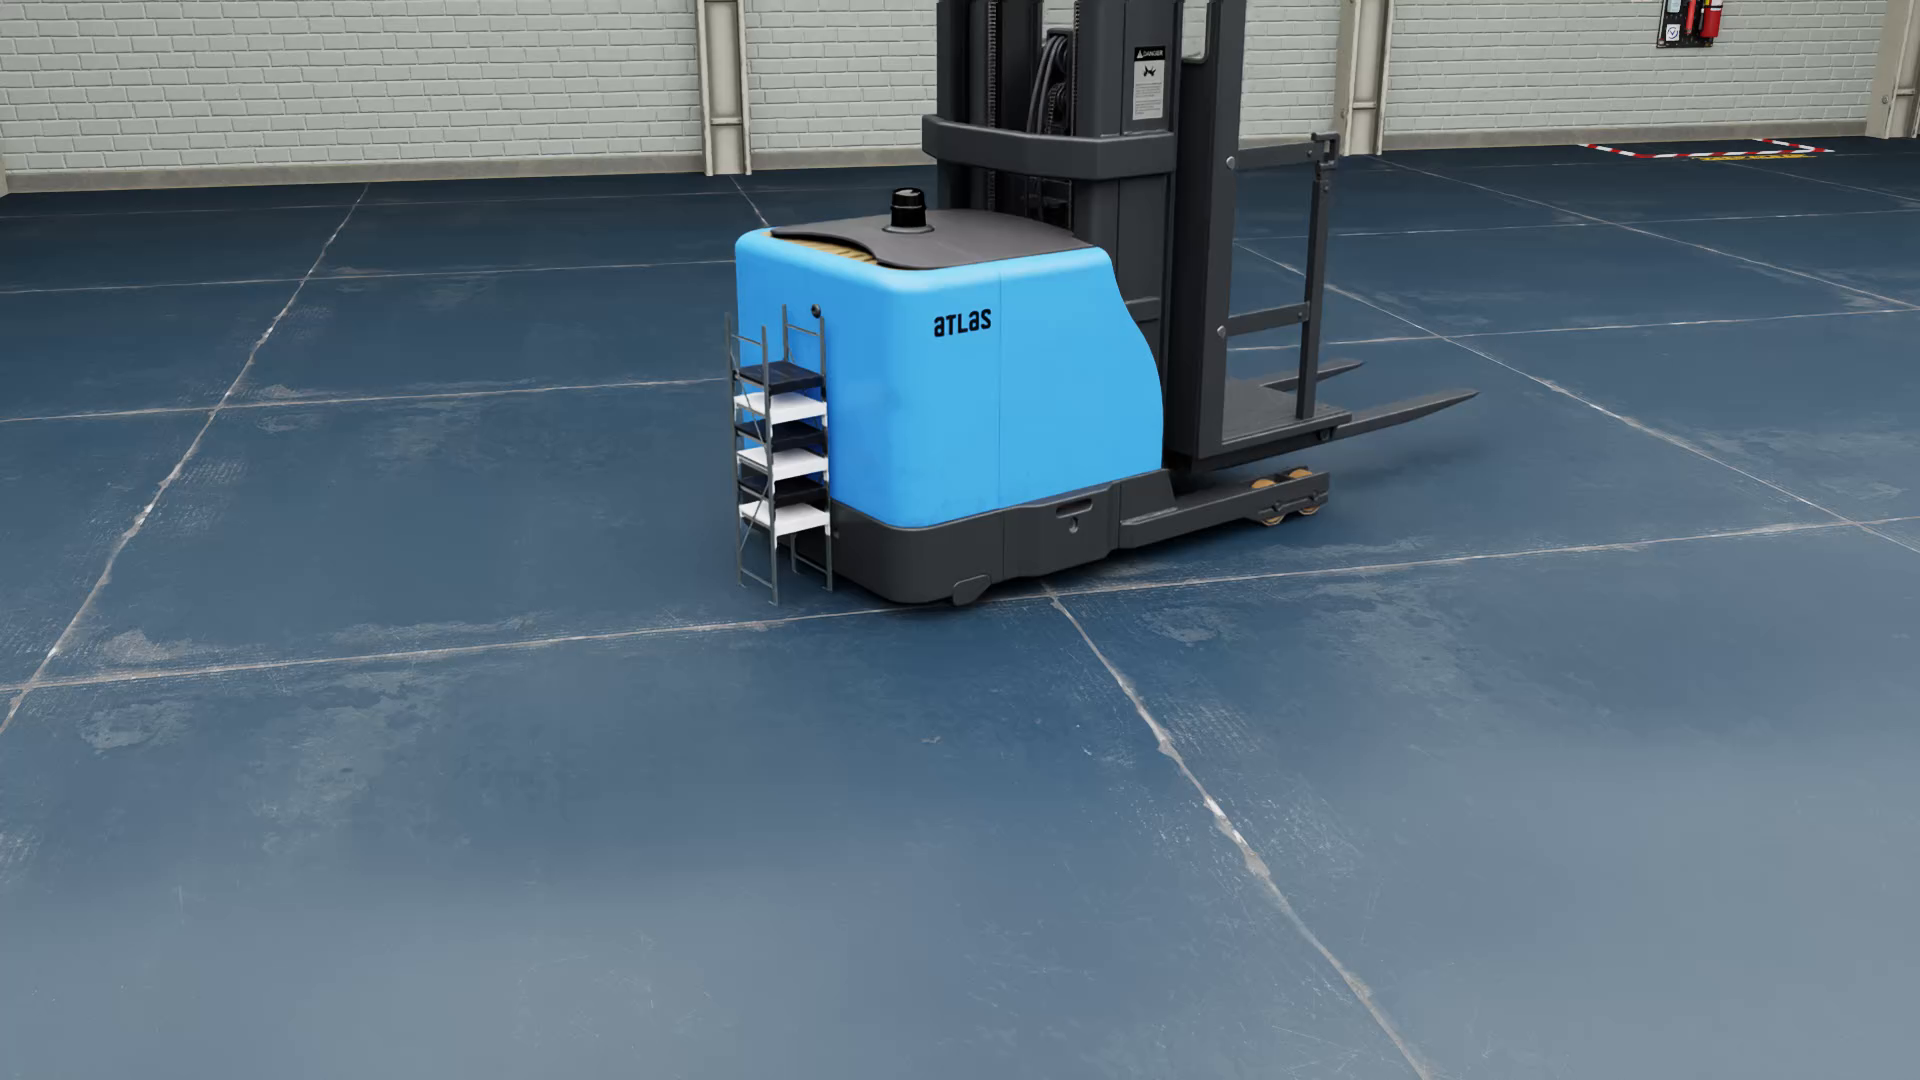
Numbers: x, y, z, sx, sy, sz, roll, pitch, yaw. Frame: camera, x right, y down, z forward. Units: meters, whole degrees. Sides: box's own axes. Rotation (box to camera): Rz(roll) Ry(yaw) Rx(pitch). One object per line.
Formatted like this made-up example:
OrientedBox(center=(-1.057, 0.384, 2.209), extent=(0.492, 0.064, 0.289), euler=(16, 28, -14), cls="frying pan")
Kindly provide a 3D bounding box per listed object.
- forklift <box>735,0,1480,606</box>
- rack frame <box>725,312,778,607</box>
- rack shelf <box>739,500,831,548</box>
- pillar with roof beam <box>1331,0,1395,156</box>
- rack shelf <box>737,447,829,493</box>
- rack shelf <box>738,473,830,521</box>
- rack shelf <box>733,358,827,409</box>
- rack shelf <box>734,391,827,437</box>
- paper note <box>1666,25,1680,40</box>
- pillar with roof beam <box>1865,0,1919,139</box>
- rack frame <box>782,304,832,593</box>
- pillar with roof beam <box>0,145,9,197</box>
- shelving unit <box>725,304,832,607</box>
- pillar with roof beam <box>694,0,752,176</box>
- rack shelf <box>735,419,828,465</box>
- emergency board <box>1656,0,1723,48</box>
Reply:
OrientedBox(center=(0.728, -1.557, 5.803), extent=(3.031, 2.935, 1.130), euler=(-15, 25, -34), cls="forklift")
OrientedBox(center=(-0.648, -0.244, 5.171), extent=(0.006, 0.900, 0.240), euler=(-15, 25, -34), cls="rack frame")
OrientedBox(center=(-0.566, -0.064, 5.302), extent=(0.200, 0.077, 0.258), euler=(-15, 25, -34), cls="rack shelf")
OrientedBox(center=(4.783, -6.491, 10.452), extent=(0.400, 9.000, 9.100), euler=(-5, 21, -12), cls="pillar with roof beam")
OrientedBox(center=(-0.566, -0.233, 5.240), extent=(0.200, 0.077, 0.258), euler=(-15, 25, -34), cls="rack shelf")
OrientedBox(center=(-0.566, -0.149, 5.271), extent=(0.200, 0.077, 0.258), euler=(-15, 25, -34), cls="rack shelf")
OrientedBox(center=(-0.566, -0.487, 5.147), extent=(0.200, 0.077, 0.258), euler=(-15, 25, -34), cls="rack shelf")
OrientedBox(center=(-0.566, -0.402, 5.178), extent=(0.200, 0.077, 0.258), euler=(-15, 25, -34), cls="rack shelf")
OrientedBox(center=(7.029, -5.003, 16.391), extent=(0.142, 0.148, 0.016), euler=(-5, 21, -12), cls="paper note")
OrientedBox(center=(10.622, -6.966, 11.748), extent=(0.400, 9.000, 9.100), euler=(-5, 21, -12), cls="pillar with roof beam")
OrientedBox(center=(-0.485, -0.286, 5.286), extent=(0.006, 0.900, 0.240), euler=(-15, 25, -34), cls="rack frame")
OrientedBox(center=(-6.895, -5.541, 7.859), extent=(0.400, 9.000, 9.100), euler=(-5, 21, -12), cls="pillar with roof beam")
OrientedBox(center=(-0.566, -0.265, 5.229), extent=(0.210, 0.900, 0.258), euler=(-15, 25, -34), cls="shelving unit")
OrientedBox(center=(-1.056, -6.016, 9.156), extent=(0.400, 9.000, 9.100), euler=(-5, 21, -12), cls="pillar with roof beam")
OrientedBox(center=(-0.566, -0.318, 5.209), extent=(0.200, 0.077, 0.258), euler=(-15, 25, -34), cls="rack shelf")
OrientedBox(center=(7.218, -5.407, 16.215), extent=(0.643, 1.169, 0.194), euler=(-5, 21, -12), cls="emergency board")
